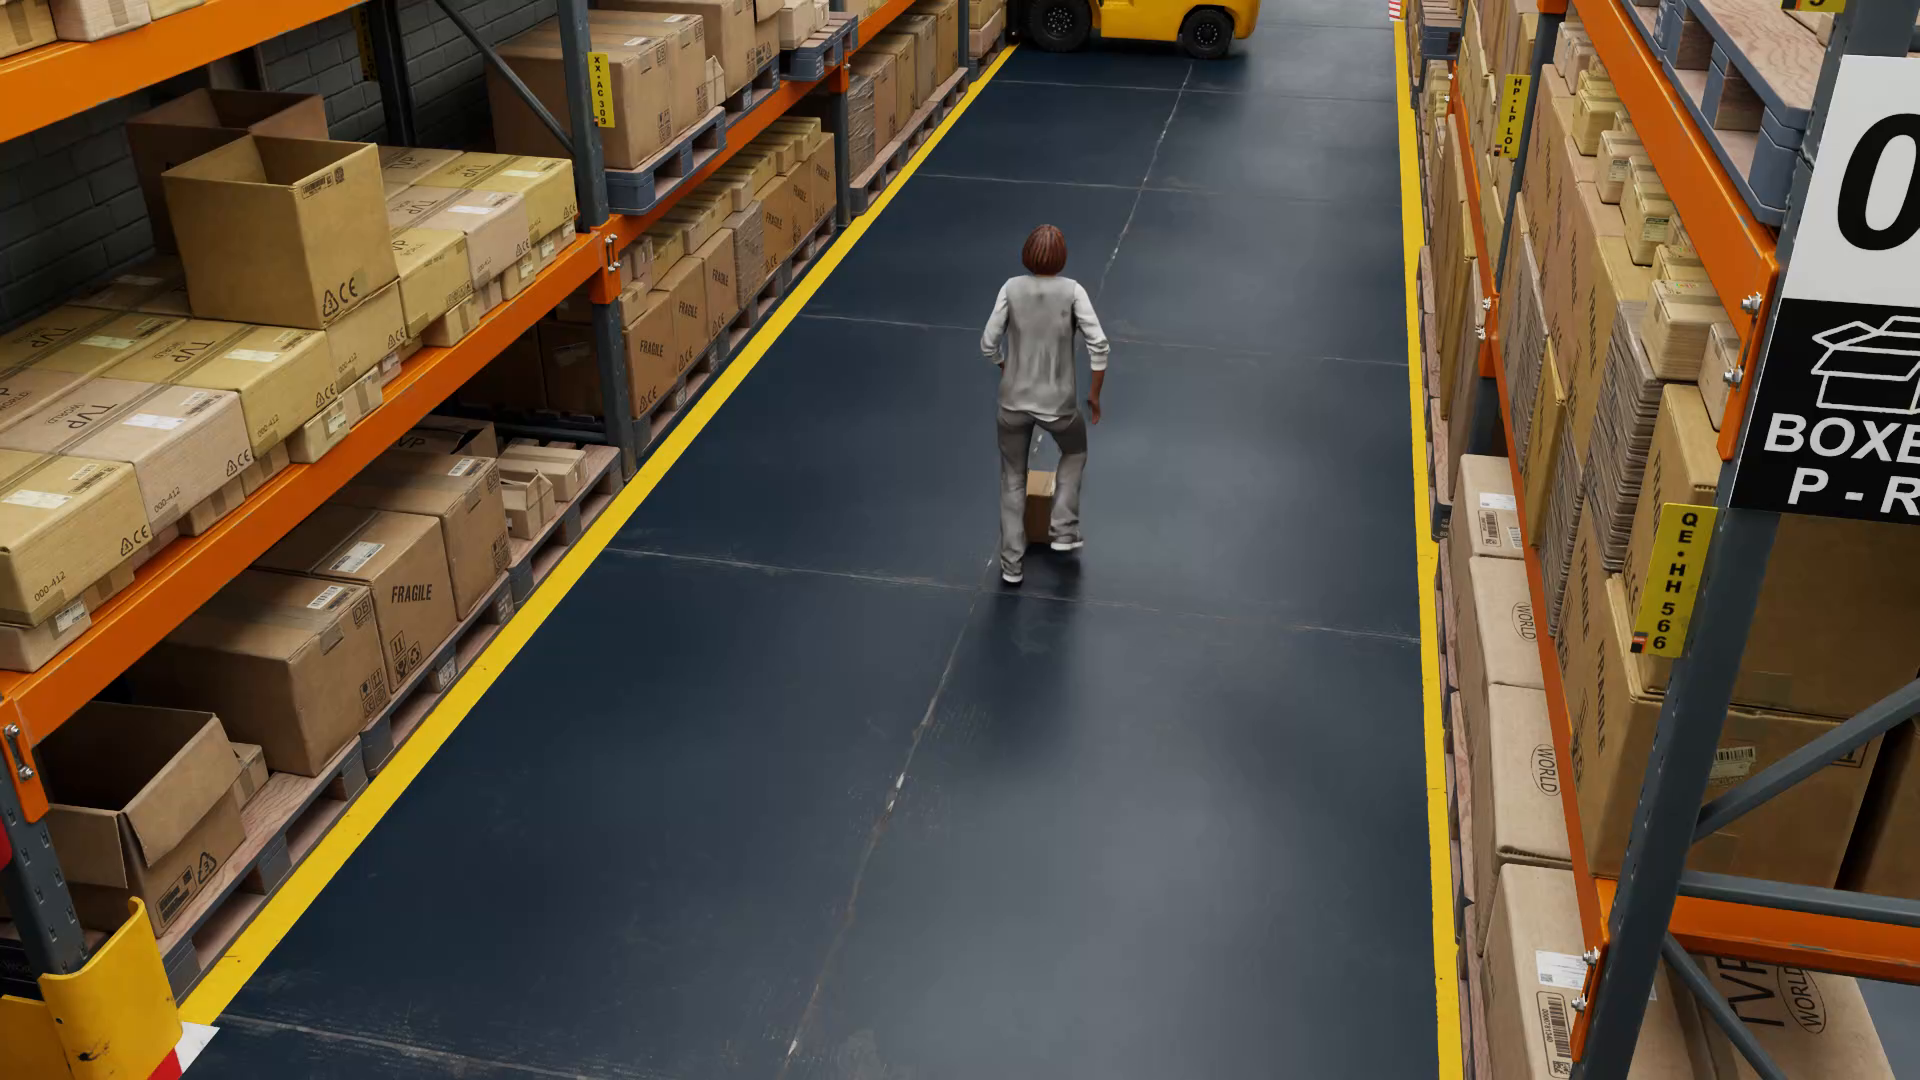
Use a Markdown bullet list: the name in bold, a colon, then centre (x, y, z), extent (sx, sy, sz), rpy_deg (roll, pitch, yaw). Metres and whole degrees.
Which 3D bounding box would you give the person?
- **person**: centre (0.363, -0.587, 7.263), extent (0.566, 1.513, 0.604), rpy_deg (4, 29, 7)
